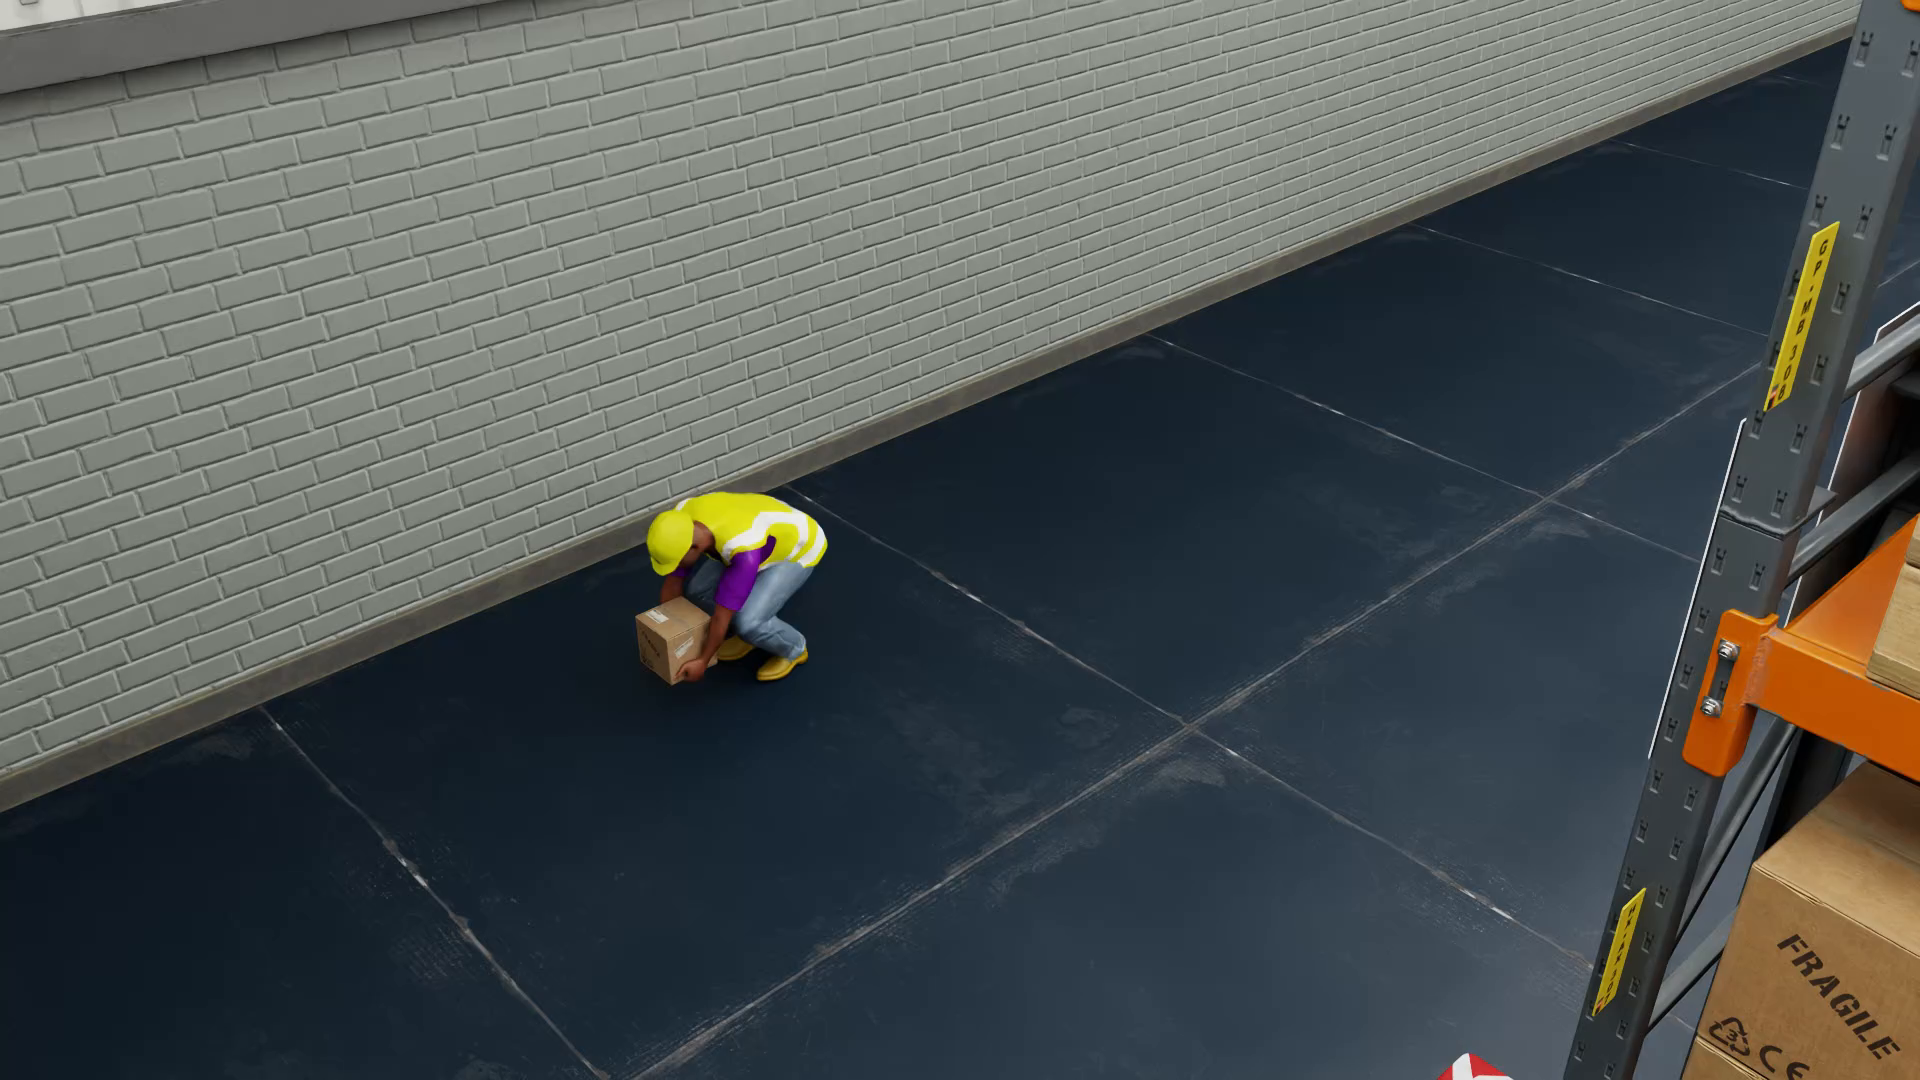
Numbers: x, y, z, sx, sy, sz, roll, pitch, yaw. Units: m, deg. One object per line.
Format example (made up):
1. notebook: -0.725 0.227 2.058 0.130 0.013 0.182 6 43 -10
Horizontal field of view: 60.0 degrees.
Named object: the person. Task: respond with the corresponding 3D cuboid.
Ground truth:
1. person: -1.007 0.185 7.541 0.914 1.009 0.534 -27 41 -37
